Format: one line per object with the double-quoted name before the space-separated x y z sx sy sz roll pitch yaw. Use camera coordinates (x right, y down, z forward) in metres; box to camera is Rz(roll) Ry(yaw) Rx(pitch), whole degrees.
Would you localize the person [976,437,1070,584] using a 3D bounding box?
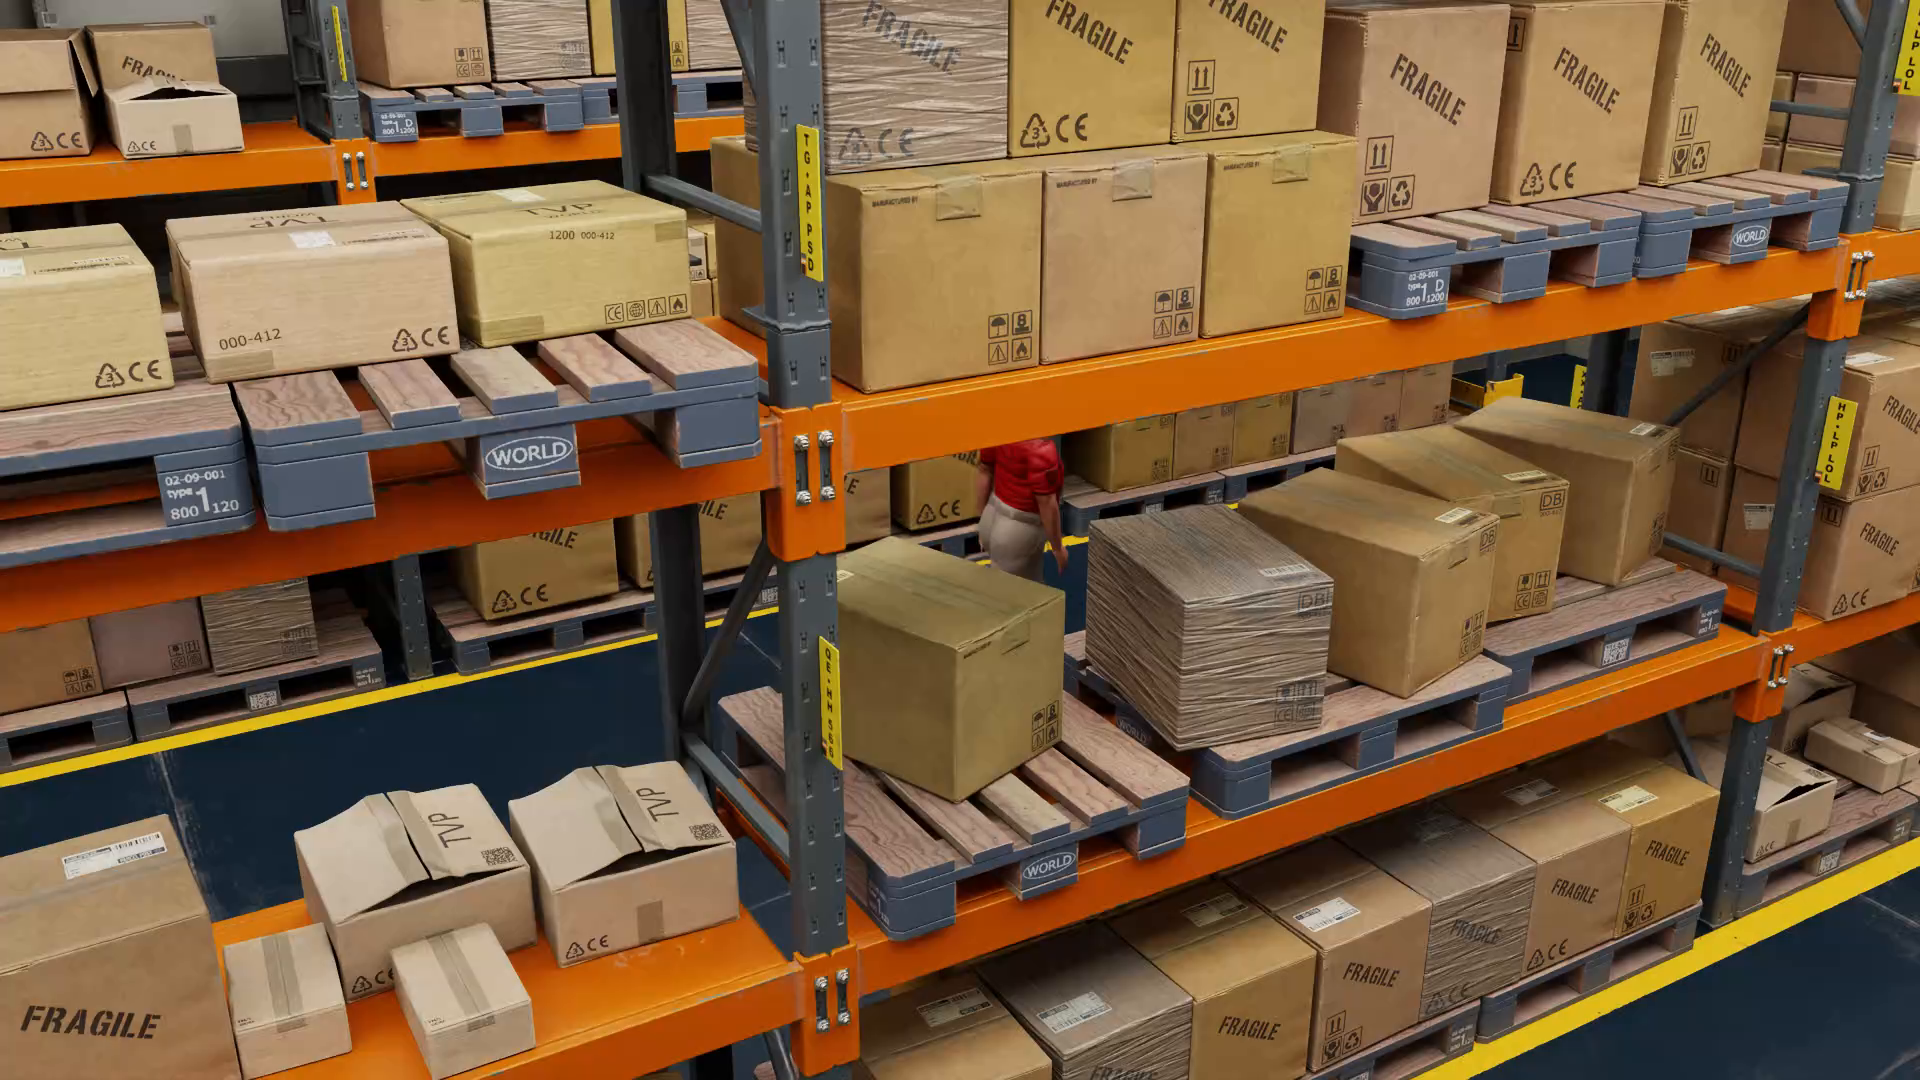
"person" 0.294 0.002 8.420 0.646 1.770 0.558 -8 23 -20
